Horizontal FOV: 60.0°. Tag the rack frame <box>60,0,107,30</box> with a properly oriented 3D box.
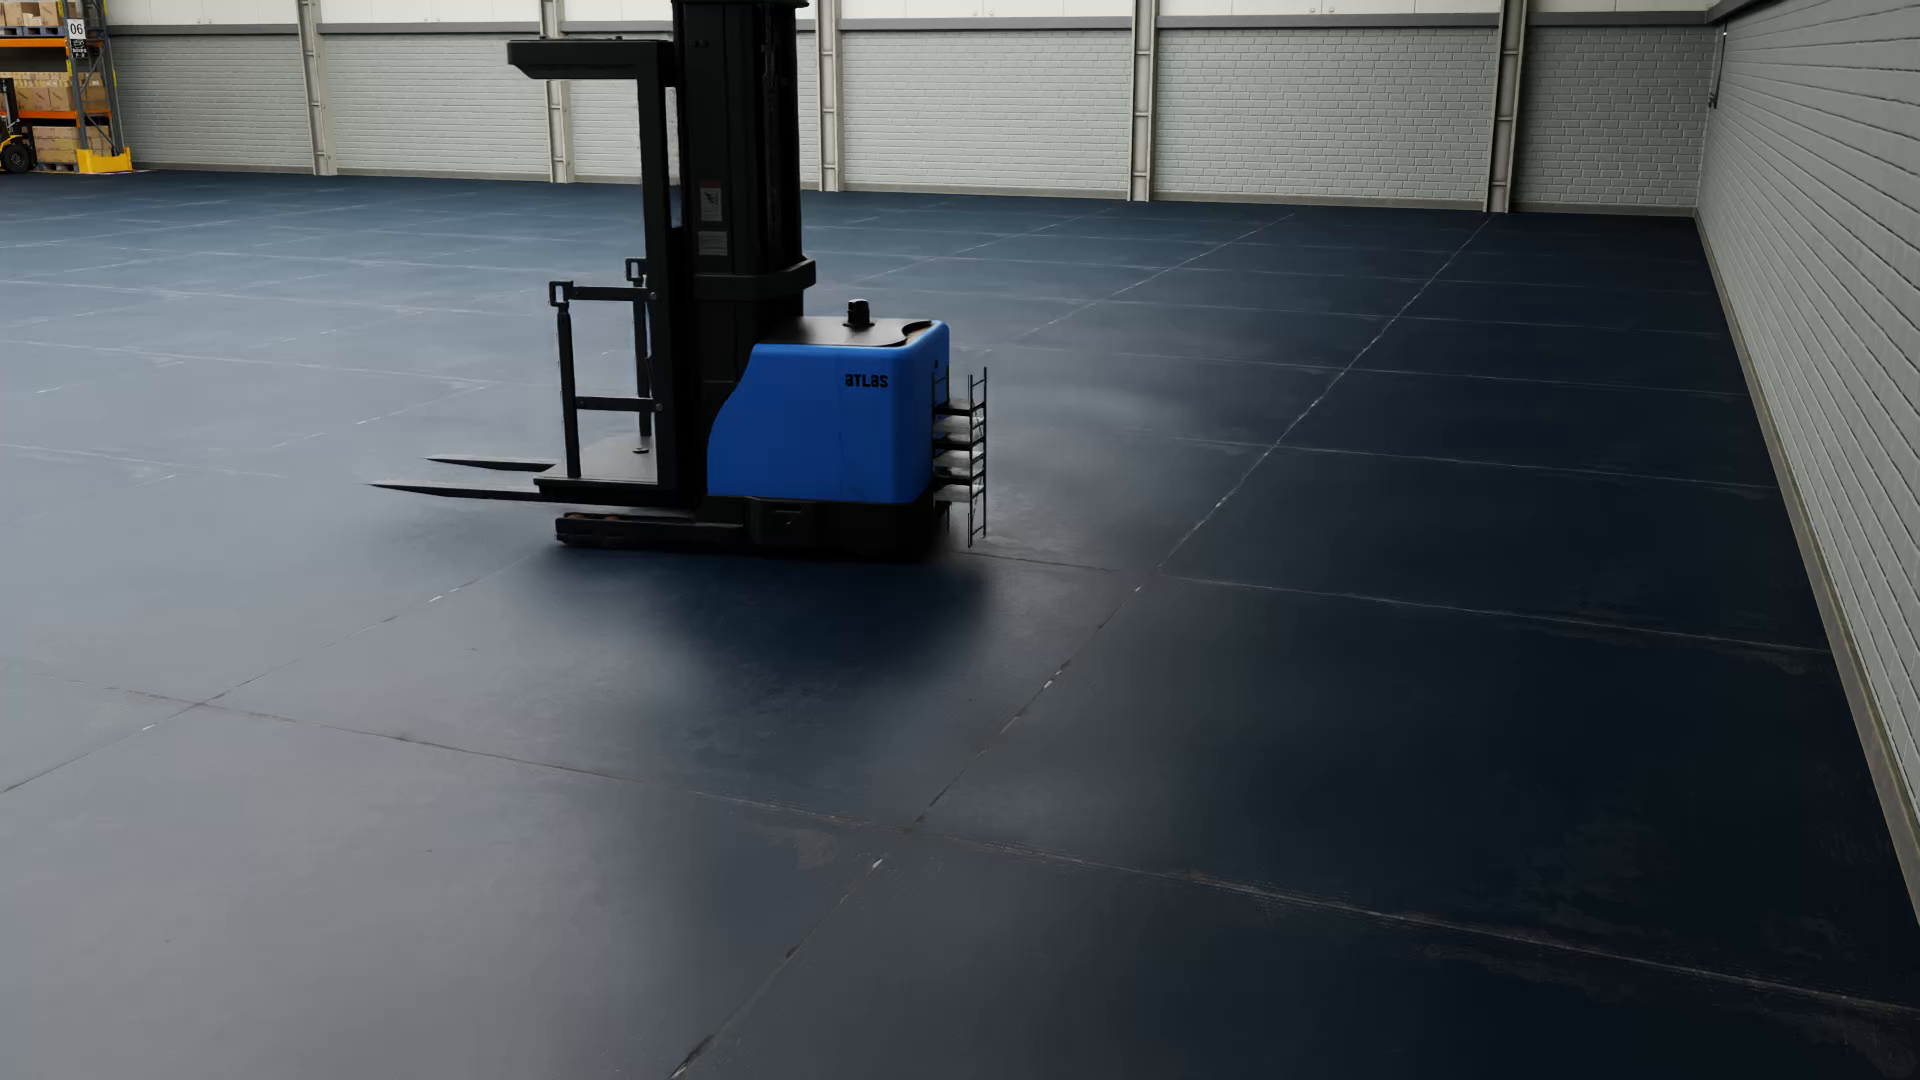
[{"bbox_3d":[-18.837,-12.446,35.405,0.127,3.000,1.000,6,17,21],"label":"rack frame"}]

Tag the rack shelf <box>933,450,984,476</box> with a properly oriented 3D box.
[{"bbox_3d":[-0.003,-0.401,8.560,0.200,0.077,0.258,6,17,18],"label":"rack shelf"}]

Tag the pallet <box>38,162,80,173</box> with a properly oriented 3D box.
[{"bbox_3d":[-19.564,-8.294,36.863,1.213,0.211,1.003,6,17,21],"label":"pallet"}]

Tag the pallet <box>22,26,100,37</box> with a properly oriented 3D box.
[{"bbox_3d":[-19.485,-11.042,36.108,1.213,0.211,1.003,6,17,21],"label":"pallet"}]

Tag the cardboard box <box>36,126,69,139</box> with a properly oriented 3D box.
[{"bbox_3d":[-19.857,-8.944,36.486,0.500,0.250,0.500,7,17,22],"label":"cardboard box"}]

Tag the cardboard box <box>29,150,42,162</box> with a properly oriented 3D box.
[{"bbox_3d":[-20.311,-8.519,36.818,0.500,0.250,0.500,6,17,21],"label":"cardboard box"}]

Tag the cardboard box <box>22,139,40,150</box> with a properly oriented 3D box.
[{"bbox_3d":[-20.355,-8.757,36.739,0.500,0.250,0.500,6,17,19],"label":"cardboard box"}]

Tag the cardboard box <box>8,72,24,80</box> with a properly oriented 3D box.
[{"bbox_3d":[-20.677,-10.205,36.569,0.250,0.149,0.380,7,17,21],"label":"cardboard box"}]

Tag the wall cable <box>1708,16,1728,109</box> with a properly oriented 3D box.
[{"bbox_3d":[11.009,-7.547,24.098,0.112,2.526,3.097,6,17,21],"label":"wall cable"}]

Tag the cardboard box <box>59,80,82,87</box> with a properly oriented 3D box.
[{"bbox_3d":[-19.263,-9.888,36.009,0.250,0.149,0.380,7,17,21],"label":"cardboard box"}]

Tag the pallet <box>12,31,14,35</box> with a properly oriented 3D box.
[{"bbox_3d":[-21.755,-11.292,36.968,1.213,0.211,1.003,6,17,21],"label":"pallet"}]

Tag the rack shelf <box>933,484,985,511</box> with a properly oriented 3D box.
[{"bbox_3d":[-0.003,-0.228,8.611,0.200,0.077,0.258,6,17,18],"label":"rack shelf"}]

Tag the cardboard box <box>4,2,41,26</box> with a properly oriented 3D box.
[{"bbox_3d":[-20.254,-11.416,36.126,0.500,0.500,0.700,6,17,21],"label":"cardboard box"}]

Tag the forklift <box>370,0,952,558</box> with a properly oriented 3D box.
[{"bbox_3d":[-1.612,-1.502,8.591,3.031,2.935,1.130,3,16,11],"label":"forklift"}]

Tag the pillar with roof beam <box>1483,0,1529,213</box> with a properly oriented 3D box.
[{"bbox_3d":[7.174,-8.566,22.039,0.400,9.000,9.100,6,17,21],"label":"pillar with roof beam"}]

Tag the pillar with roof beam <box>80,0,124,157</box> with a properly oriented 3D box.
[{"bbox_3d":[-20.734,-11.635,32.610,0.400,9.000,9.100,6,17,21],"label":"pillar with roof beam"}]

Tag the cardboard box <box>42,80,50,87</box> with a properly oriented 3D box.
[{"bbox_3d":[-19.730,-9.948,36.219,0.250,0.149,0.380,7,17,22],"label":"cardboard box"}]

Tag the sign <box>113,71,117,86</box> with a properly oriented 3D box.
[{"bbox_3d":[-18.628,-10.162,36.604,0.005,0.325,0.100,6,17,21],"label":"sign"}]

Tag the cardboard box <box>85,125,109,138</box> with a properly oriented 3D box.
[{"bbox_3d":[-19.215,-9.025,36.766,0.500,0.250,0.500,6,17,20],"label":"cardboard box"}]

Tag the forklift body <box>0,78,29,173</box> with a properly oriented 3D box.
[{"bbox_3d":[-21.271,-8.878,35.399,1.214,2.155,2.313,6,17,21],"label":"forklift body"}]

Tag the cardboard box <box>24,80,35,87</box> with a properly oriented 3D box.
[{"bbox_3d":[-20.222,-9.992,36.368,0.250,0.149,0.380,6,17,19],"label":"cardboard box"}]

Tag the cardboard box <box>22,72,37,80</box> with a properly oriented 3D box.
[{"bbox_3d":[-20.229,-10.129,36.308,0.250,0.149,0.380,7,18,22],"label":"cardboard box"}]

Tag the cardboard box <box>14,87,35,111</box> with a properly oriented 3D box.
[{"bbox_3d":[-20.347,-9.703,36.538,0.500,0.500,0.500,6,17,20],"label":"cardboard box"}]

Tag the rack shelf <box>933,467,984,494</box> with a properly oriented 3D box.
[{"bbox_3d":[-0.003,-0.315,8.586,0.200,0.077,0.258,6,17,18],"label":"rack shelf"}]

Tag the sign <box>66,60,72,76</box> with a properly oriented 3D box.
[{"bbox_3d":[-19.049,-10.096,35.568,0.005,0.325,0.100,6,17,21],"label":"sign"}]

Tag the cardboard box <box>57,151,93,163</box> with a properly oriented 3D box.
[{"bbox_3d":[-19.390,-8.413,36.450,0.500,0.250,0.500,6,17,21],"label":"cardboard box"}]

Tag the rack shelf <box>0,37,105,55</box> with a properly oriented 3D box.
[{"bbox_3d":[-20.698,-10.865,36.629,4.000,0.370,1.077,6,17,21],"label":"rack shelf"}]

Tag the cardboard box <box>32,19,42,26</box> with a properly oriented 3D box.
[{"bbox_3d":[-19.719,-11.141,35.807,0.250,0.149,0.380,6,17,19],"label":"cardboard box"}]

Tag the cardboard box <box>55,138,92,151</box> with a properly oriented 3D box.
[{"bbox_3d":[-19.405,-8.655,36.389,0.500,0.250,0.500,6,17,20],"label":"cardboard box"}]

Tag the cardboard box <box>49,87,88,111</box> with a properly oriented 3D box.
[{"bbox_3d":[-19.391,-9.595,36.167,0.500,0.500,0.500,6,17,19],"label":"cardboard box"}]

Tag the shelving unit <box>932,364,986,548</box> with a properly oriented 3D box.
[{"bbox_3d":[-0.003,-0.433,8.551,0.210,0.900,0.258,6,17,18],"label":"shelving unit"}]

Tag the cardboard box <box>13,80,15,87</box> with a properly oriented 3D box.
[{"bbox_3d":[-20.664,-10.061,36.608,0.250,0.149,0.380,6,17,20],"label":"cardboard box"}]

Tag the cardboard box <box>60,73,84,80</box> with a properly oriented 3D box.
[{"bbox_3d":[-19.248,-10.050,36.034,0.250,0.149,0.380,6,17,21],"label":"cardboard box"}]

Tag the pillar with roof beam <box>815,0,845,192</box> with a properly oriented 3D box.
[{"bbox_3d":[-3.989,-9.793,26.267,0.400,9.000,9.100,6,17,21],"label":"pillar with roof beam"}]

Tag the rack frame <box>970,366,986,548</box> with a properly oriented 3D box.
[{"bbox_3d":[0.093,-0.424,8.519,0.006,0.900,0.240,6,17,18],"label":"rack frame"}]

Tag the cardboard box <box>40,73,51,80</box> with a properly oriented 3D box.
[{"bbox_3d":[-19.742,-10.087,36.161,0.250,0.149,0.380,7,17,22],"label":"cardboard box"}]
